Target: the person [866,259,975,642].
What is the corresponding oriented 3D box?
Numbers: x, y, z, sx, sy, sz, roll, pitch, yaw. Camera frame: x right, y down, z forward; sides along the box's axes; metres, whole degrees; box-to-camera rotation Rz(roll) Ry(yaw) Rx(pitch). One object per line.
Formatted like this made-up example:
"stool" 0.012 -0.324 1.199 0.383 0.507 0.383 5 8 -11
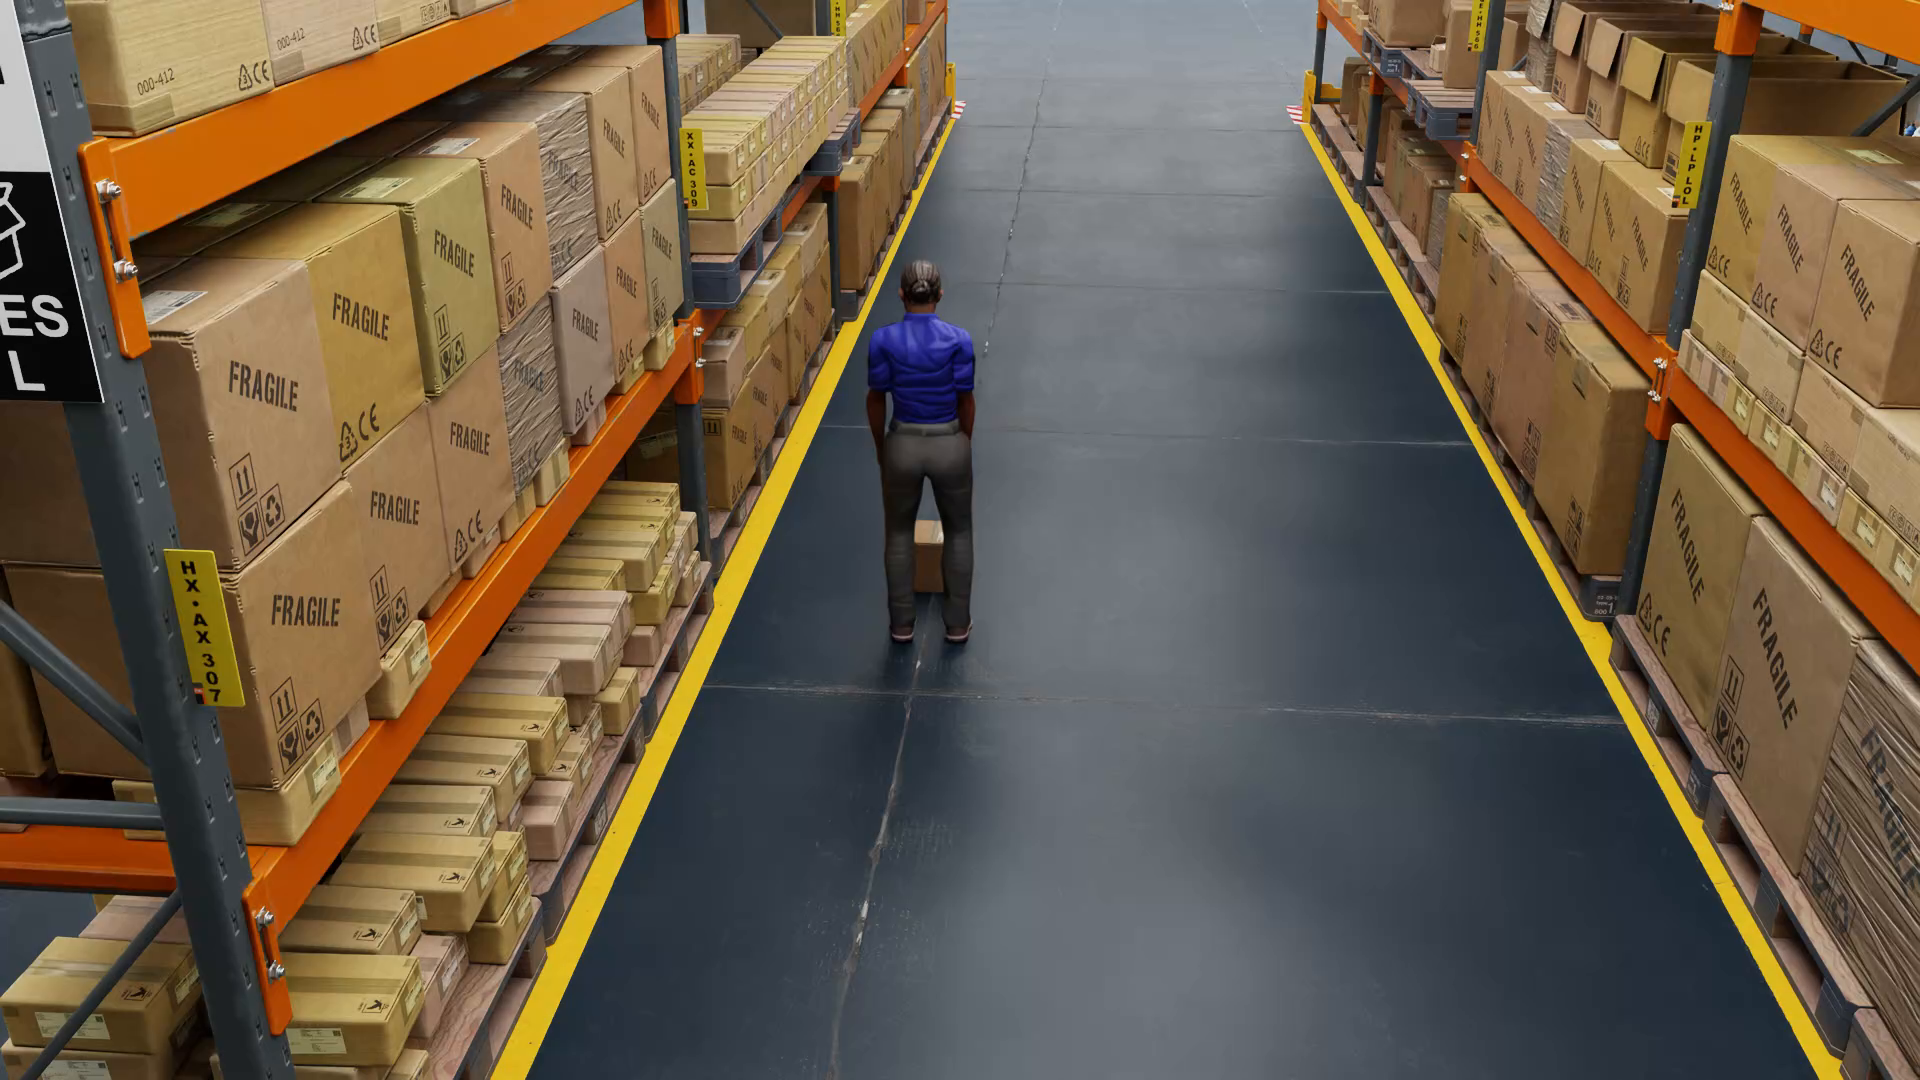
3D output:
"person" -0.160 -0.344 6.908 0.448 1.631 0.343 1 25 3
